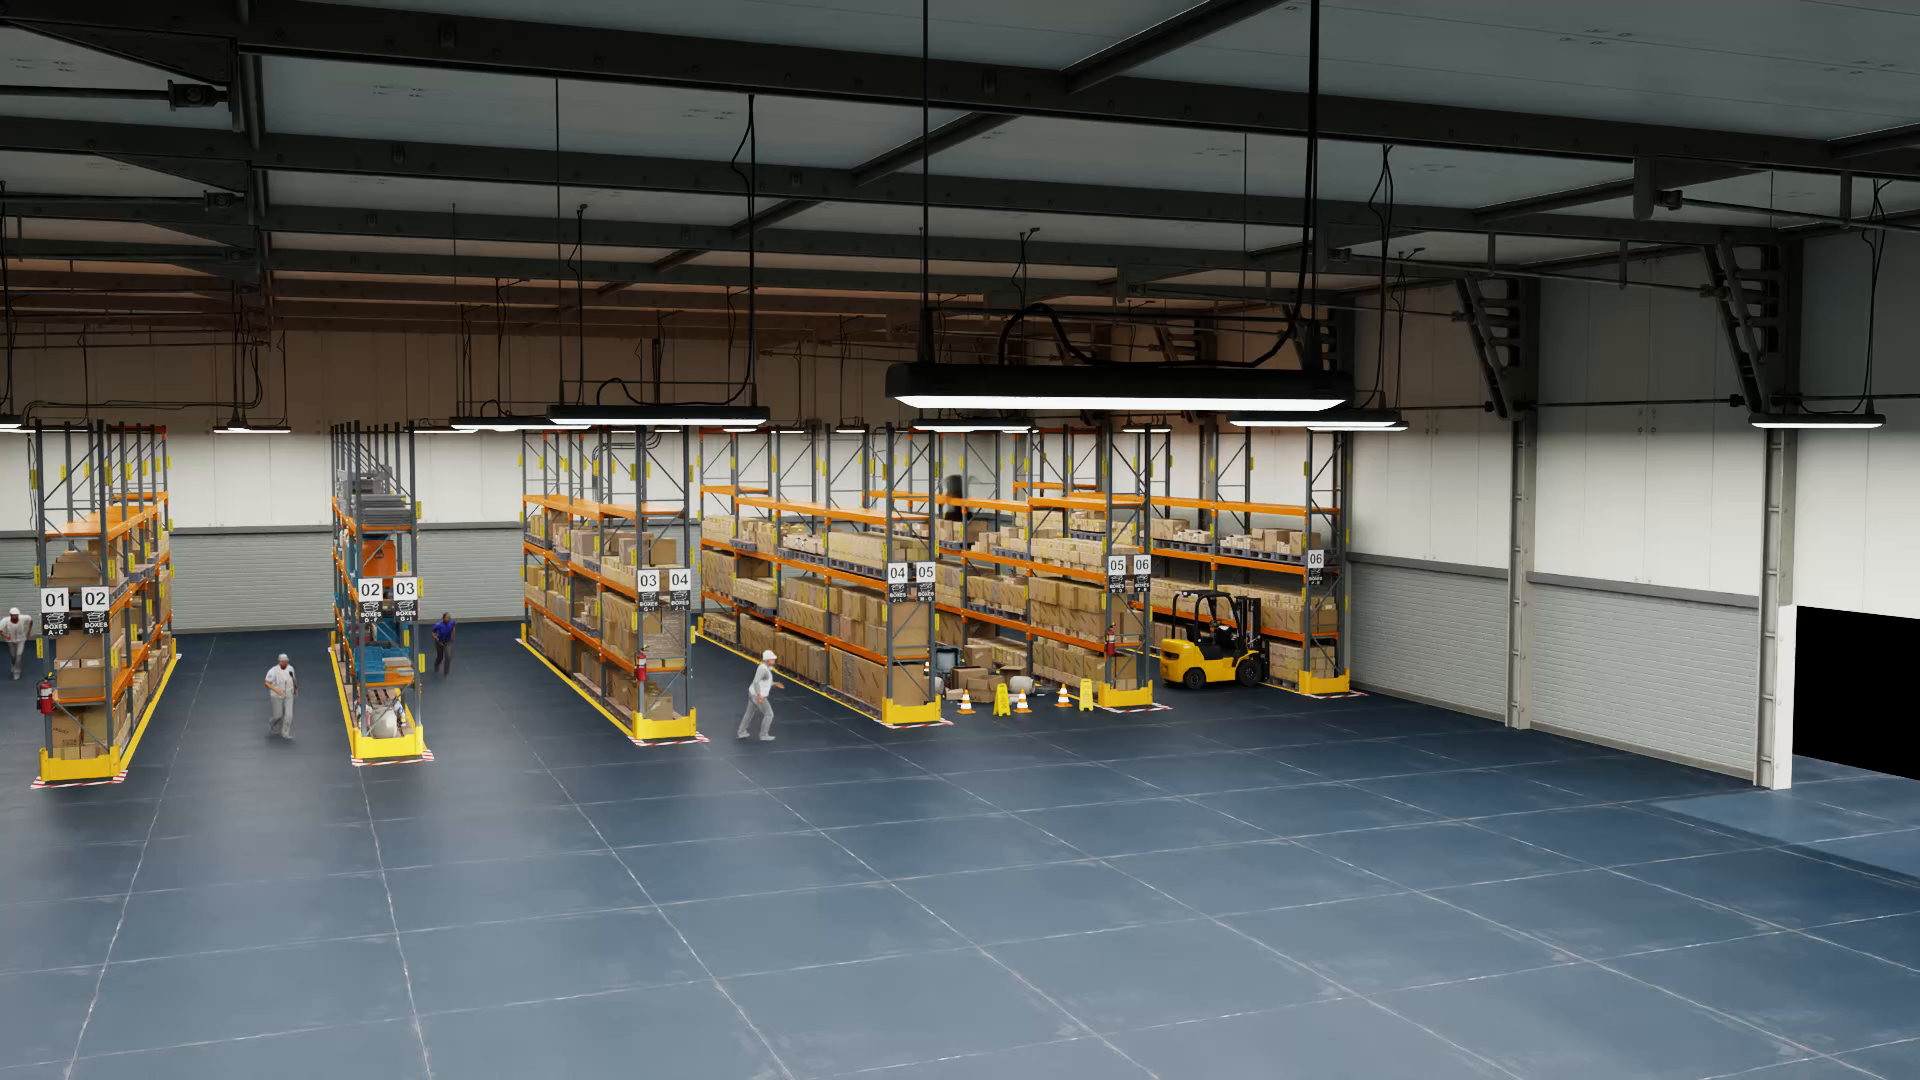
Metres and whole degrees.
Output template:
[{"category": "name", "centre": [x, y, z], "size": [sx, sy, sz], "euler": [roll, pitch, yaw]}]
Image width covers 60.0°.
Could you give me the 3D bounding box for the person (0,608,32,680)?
[{"category": "person", "centre": [-22.457, 2.430, 39.525], "size": [0.733, 1.714, 1.051], "euler": [-2, 4, -33]}]

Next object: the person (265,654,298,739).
[{"category": "person", "centre": [-12.905, 2.957, 31.599], "size": [0.604, 1.616, 0.716], "euler": [-3, 5, -38]}]

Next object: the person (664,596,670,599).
[{"category": "person", "centre": [-8.144, 1.944, 46.404], "size": [0.701, 1.800, 0.652], "euler": [-1, 4, -21]}]

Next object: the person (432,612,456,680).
[{"category": "person", "centre": [-12.272, 2.491, 39.424], "size": [0.597, 1.617, 0.959], "euler": [-3, 5, -38]}]

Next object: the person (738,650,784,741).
[{"category": "person", "centre": [-3.738, 2.918, 31.330], "size": [0.871, 1.707, 0.664], "euler": [-1, 4, -18]}]
